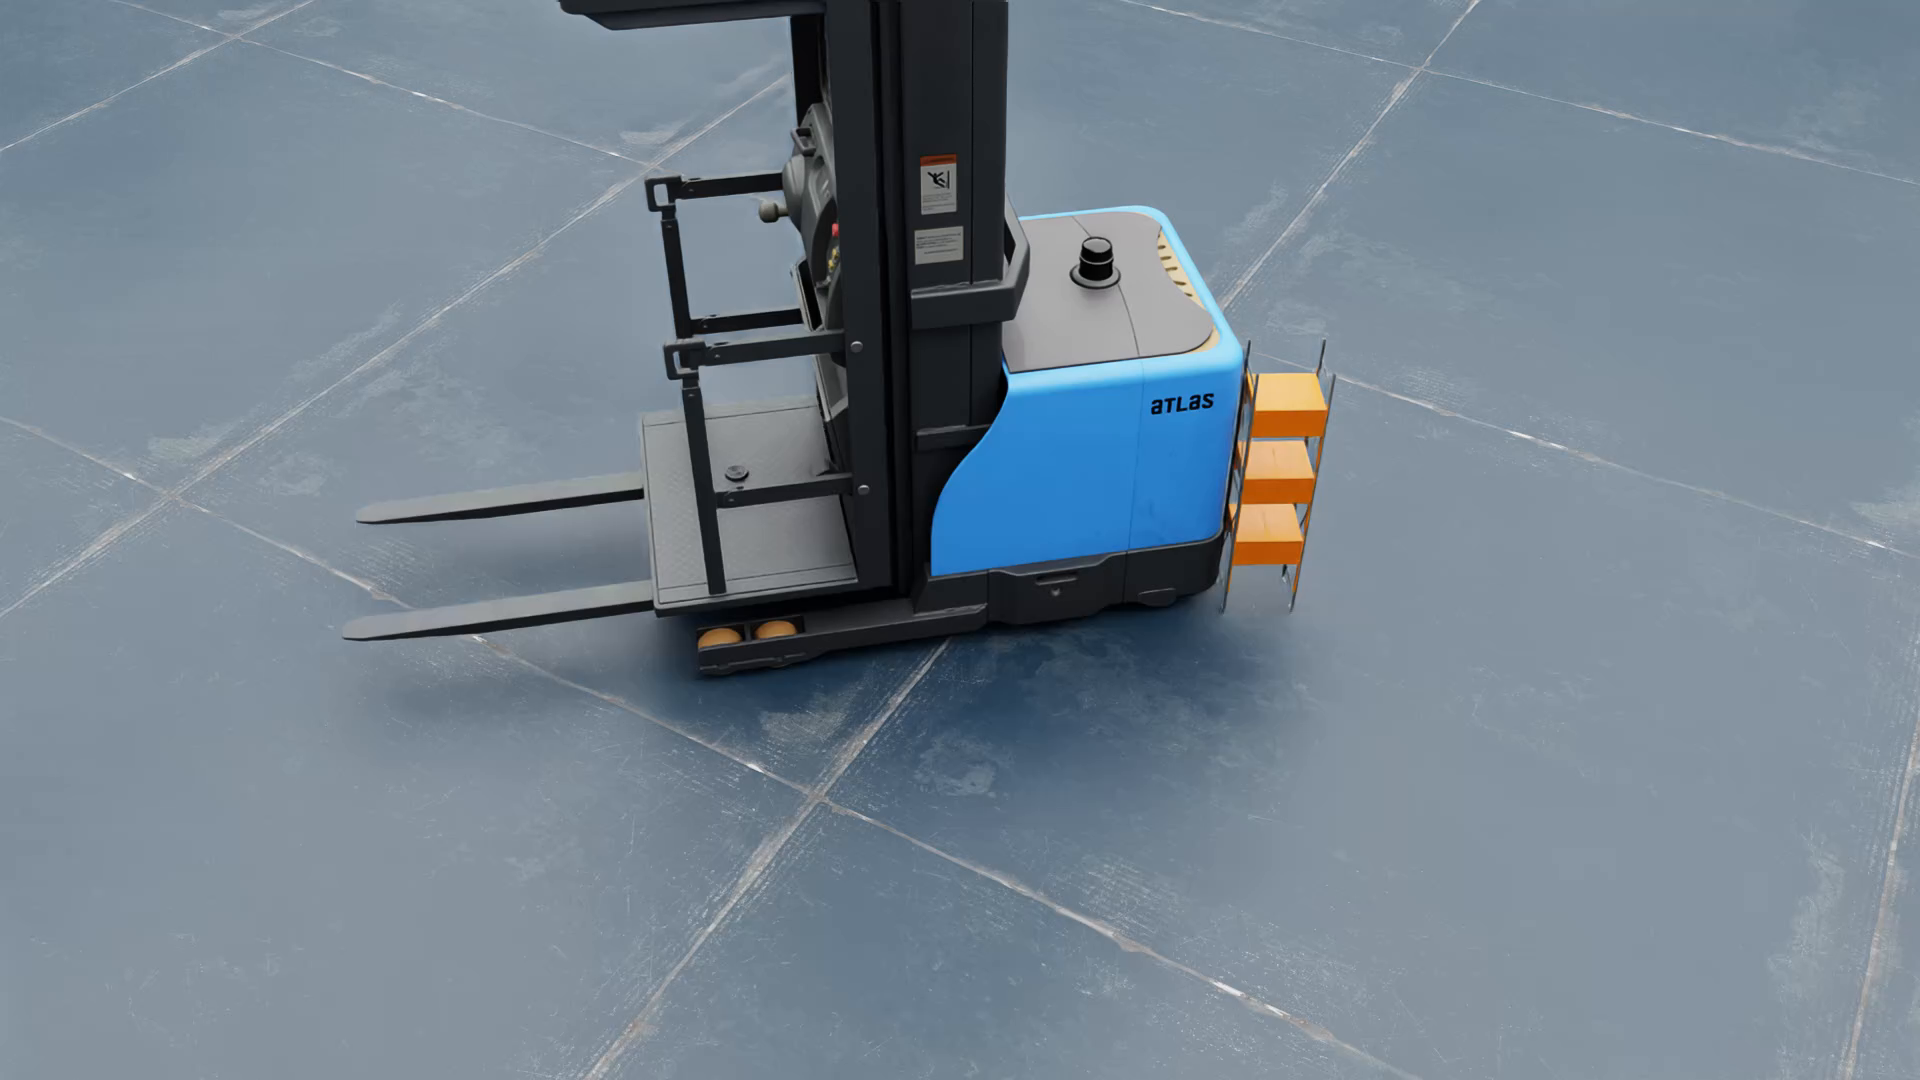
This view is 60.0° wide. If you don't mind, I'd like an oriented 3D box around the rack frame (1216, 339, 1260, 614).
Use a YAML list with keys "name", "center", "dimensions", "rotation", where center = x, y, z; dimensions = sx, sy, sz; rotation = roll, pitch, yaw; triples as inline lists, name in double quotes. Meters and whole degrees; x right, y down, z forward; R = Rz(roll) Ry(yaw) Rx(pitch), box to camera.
- name: "rack frame"
  center: [0.942, -0.195, 5.677]
  dimensions: [0.008, 1.050, 0.200]
  rotation: [-1, 41, -1]

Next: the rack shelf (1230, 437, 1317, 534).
- name: "rack shelf"
  center: [1.064, -0.188, 5.685]
  dimensions: [0.240, 0.259, 0.215]
  rotation: [-1, 41, -1]

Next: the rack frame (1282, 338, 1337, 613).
- name: "rack frame"
  center: [1.186, -0.198, 5.680]
  dimensions: [0.008, 1.050, 0.200]
  rotation: [-1, 41, -1]

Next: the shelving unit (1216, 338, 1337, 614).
- name: "shelving unit"
  center: [1.064, -0.196, 5.678]
  dimensions: [0.252, 1.050, 0.215]
  rotation: [-1, 41, -1]

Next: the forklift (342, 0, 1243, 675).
- name: "forklift"
  center: [-0.640, -1.016, 5.186]
  dimensions: [3.031, 2.935, 1.130]
  rotation: [-7, 42, -8]

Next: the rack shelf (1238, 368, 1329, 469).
- name: "rack shelf"
  center: [1.064, -0.401, 5.498]
  dimensions: [0.240, 0.259, 0.215]
  rotation: [-1, 41, -1]

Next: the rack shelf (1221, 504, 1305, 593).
- name: "rack shelf"
  center: [1.064, 0.020, 5.869]
  dimensions: [0.240, 0.259, 0.215]
  rotation: [-1, 41, -1]
